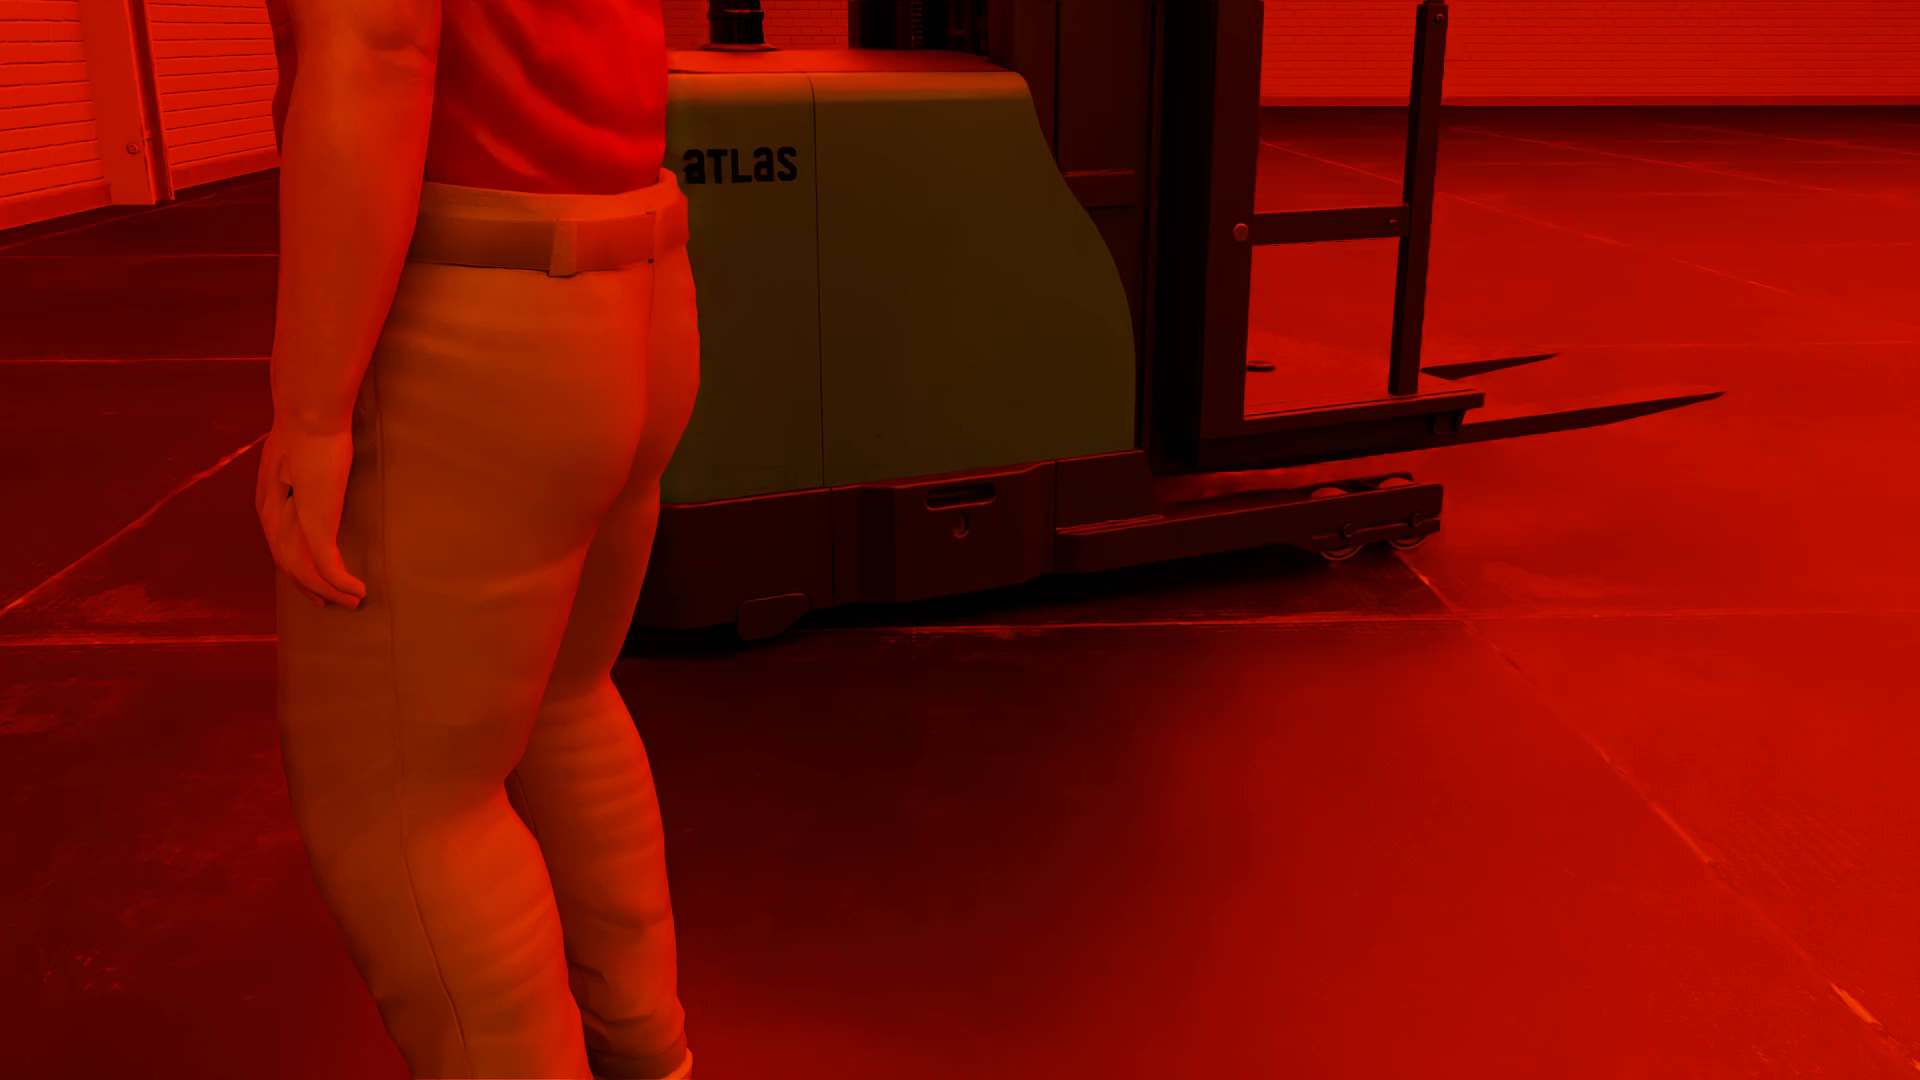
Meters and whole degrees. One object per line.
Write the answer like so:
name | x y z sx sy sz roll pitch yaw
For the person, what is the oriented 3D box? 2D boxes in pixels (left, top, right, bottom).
person | -0.449 -0.156 1.476 0.396 1.725 0.589 2 17 7

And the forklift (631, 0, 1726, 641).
forklift | 0.549 -1.484 3.757 3.031 2.935 1.130 -8 19 -25
